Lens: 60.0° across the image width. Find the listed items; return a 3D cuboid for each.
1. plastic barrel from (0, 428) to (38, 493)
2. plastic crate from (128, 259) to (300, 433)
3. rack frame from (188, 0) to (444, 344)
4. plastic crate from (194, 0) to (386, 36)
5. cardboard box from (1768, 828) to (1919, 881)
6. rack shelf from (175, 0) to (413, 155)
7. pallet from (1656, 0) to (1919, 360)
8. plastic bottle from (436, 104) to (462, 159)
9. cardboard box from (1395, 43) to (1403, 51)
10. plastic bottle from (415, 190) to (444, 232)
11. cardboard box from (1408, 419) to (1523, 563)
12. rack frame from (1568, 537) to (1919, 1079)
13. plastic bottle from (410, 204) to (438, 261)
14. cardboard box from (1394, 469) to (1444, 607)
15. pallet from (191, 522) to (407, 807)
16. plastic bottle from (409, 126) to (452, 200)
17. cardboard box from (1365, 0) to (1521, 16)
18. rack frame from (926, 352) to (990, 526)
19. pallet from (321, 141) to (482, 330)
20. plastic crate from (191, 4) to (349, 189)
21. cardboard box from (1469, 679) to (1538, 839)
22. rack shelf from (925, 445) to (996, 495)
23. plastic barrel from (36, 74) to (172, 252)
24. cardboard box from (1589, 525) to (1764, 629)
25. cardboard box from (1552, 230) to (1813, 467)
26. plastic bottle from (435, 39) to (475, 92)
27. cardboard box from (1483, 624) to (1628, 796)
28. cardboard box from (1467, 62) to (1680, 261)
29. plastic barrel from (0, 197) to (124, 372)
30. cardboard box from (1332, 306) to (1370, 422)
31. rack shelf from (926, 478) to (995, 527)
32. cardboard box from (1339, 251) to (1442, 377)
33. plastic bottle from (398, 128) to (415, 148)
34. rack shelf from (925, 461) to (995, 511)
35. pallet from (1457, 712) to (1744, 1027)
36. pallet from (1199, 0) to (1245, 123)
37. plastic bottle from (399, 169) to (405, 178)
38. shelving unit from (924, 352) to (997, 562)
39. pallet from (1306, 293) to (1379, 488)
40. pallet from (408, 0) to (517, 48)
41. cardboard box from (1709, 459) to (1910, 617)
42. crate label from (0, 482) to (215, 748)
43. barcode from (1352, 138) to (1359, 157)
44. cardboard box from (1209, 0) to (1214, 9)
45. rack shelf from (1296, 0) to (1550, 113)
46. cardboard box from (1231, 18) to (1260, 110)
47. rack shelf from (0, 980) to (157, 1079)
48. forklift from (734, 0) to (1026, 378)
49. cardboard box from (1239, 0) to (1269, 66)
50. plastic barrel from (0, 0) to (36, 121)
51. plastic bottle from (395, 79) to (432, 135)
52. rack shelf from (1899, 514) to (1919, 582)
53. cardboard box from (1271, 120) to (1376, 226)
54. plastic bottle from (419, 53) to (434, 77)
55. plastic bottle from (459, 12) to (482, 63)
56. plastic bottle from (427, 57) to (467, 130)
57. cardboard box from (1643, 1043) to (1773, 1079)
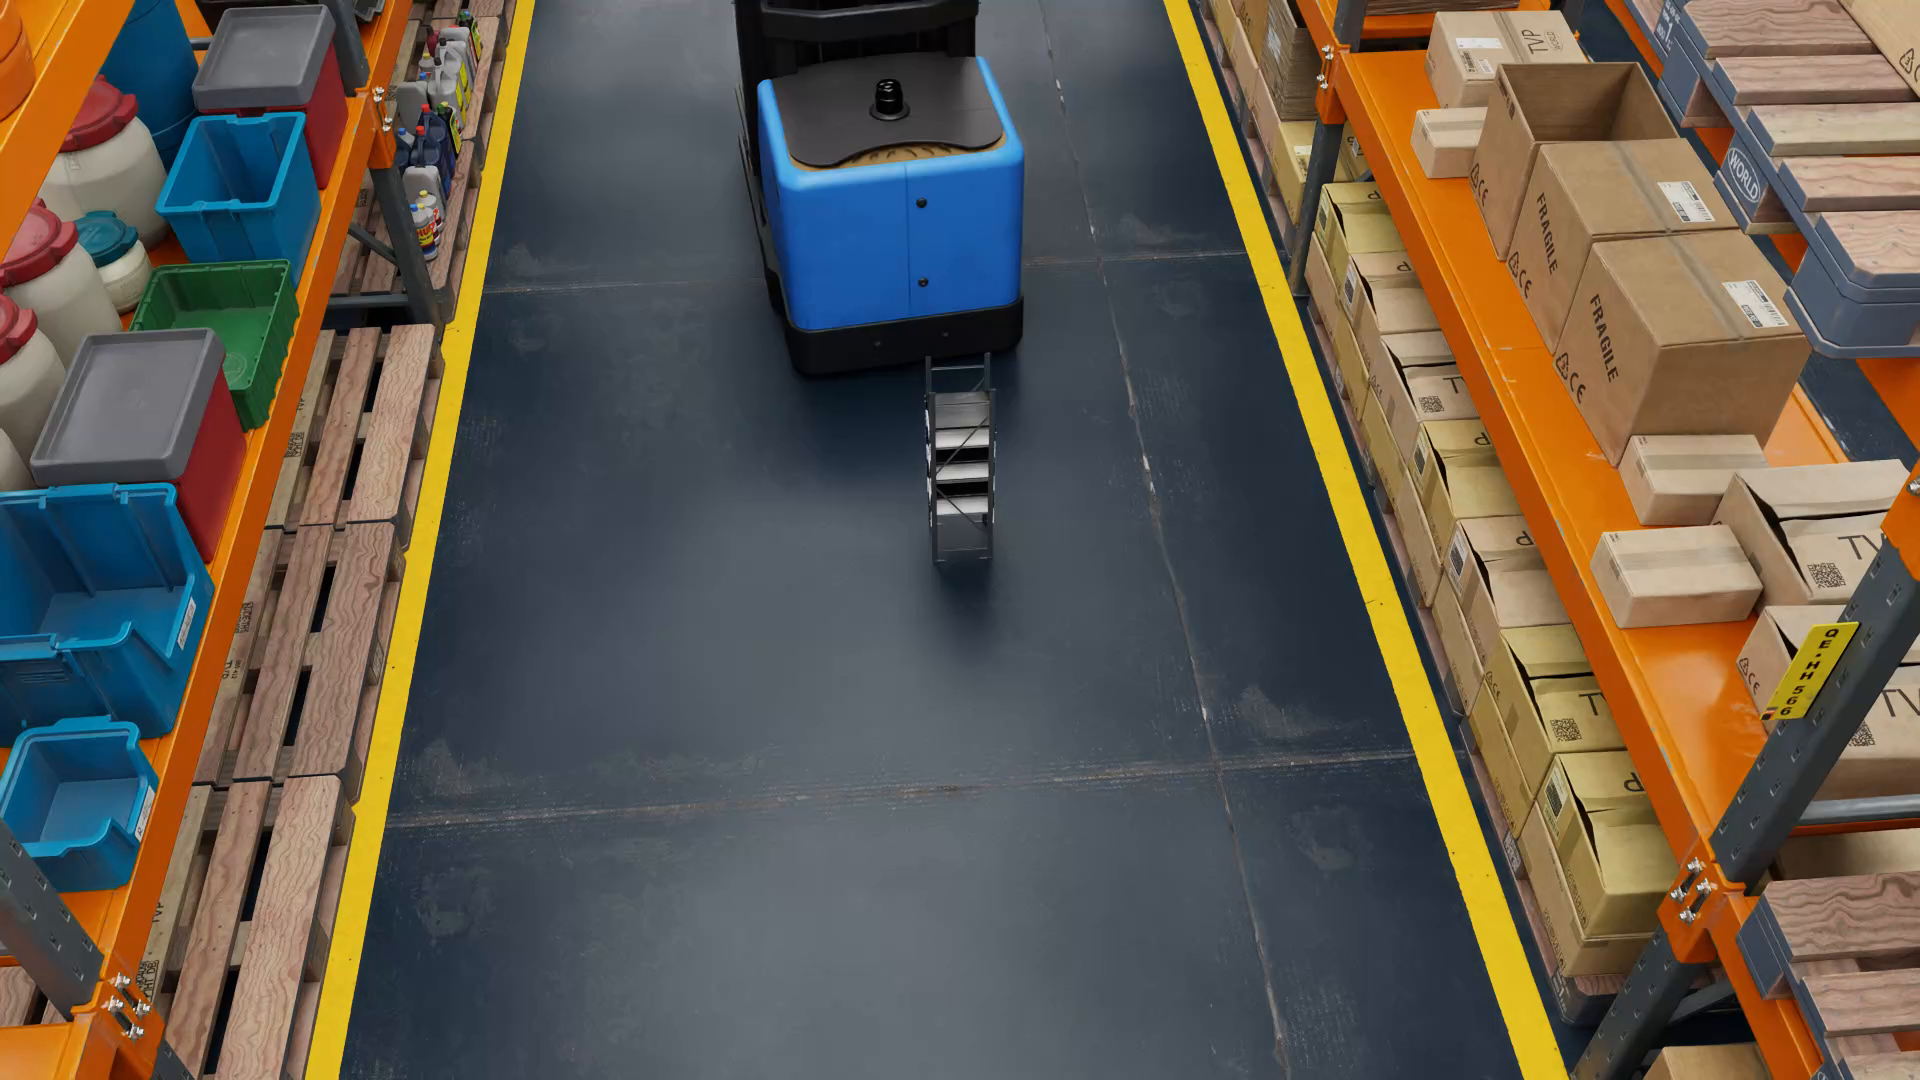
[{"bbox_3d":[-2.875,-0.126,4.726,0.421,0.512,0.421,0,47,0],"label":"plastic barrel"},{"bbox_3d":[-2.449,-0.629,5.426,0.450,0.188,0.662,-3,47,-3],"label":"plastic crate"},{"bbox_3d":[-2.876,-1.945,6.526,1.000,3.000,0.127,-3,47,-3],"label":"rack frame"},{"bbox_3d":[-2.793,-2.310,6.915,0.767,0.338,0.504,-3,47,-3],"label":"plastic crate"},{"bbox_3d":[2.644,0.862,5.086,0.500,0.311,0.500,-2,47,-2],"label":"cardboard box"},{"bbox_3d":[-3.043,-3.145,8.158,1.077,0.370,4.000,-3,47,-3],"label":"rack shelf"},{"bbox_3d":[2.249,-0.801,3.507,1.213,0.211,1.003,-2,47,-1],"label":"pallet"},{"bbox_3d":[-2.518,-2.030,8.175,0.061,0.283,0.133,-2,47,-2],"label":"plastic bottle"},{"bbox_3d":[2.284,-2.416,8.060,0.500,0.500,0.500,-3,47,-3],"label":"cardboard box"},{"bbox_3d":[-2.483,-1.538,7.765,0.097,0.201,0.097,0,47,0],"label":"plastic bottle"},{"bbox_3d":[1.977,-0.209,6.100,0.500,0.311,0.500,-2,47,-2],"label":"cardboard box"},{"bbox_3d":[2.395,0.651,4.068,1.000,3.000,0.127,-3,47,-3],"label":"rack frame"},{"bbox_3d":[-2.466,-1.415,7.601,0.097,0.271,0.097,0,47,0],"label":"plastic bottle"},{"bbox_3d":[1.976,-0.023,6.310,0.500,0.250,0.500,-3,47,-3],"label":"cardboard box"},{"bbox_3d":[-2.666,0.464,6.165,1.003,0.211,1.213,-3,47,-3],"label":"pallet"},{"bbox_3d":[-2.530,-1.795,7.905,0.144,0.351,0.185,-2,47,-2],"label":"plastic bottle"},{"bbox_3d":[2.017,-2.598,7.076,0.700,0.500,0.500,-5,47,-4],"label":"cardboard box"},{"bbox_3d":[-0.008,-0.377,6.487,0.240,0.900,0.006,-3,47,-3],"label":"rack frame"},{"bbox_3d":[-2.891,-1.475,8.001,1.003,0.211,1.213,-3,47,-3],"label":"pallet"},{"bbox_3d":[-2.531,-1.635,6.189,0.402,0.464,0.583,-3,47,-3],"label":"plastic crate"},{"bbox_3d":[2.061,0.713,5.613,0.500,0.250,0.500,-4,47,-4],"label":"cardboard box"},{"bbox_3d":[0.001,-0.281,6.442,0.258,0.077,0.200,-3,47,-3],"label":"rack shelf"},{"bbox_3d":[-3.014,-1.286,5.809,0.433,0.535,0.433,0,47,0],"label":"plastic barrel"},{"bbox_3d":[2.045,0.103,4.759,0.380,0.149,0.250,-3,47,-3],"label":"cardboard box"},{"bbox_3d":[2.238,-0.597,5.180,0.500,0.500,0.500,-6,47,-5],"label":"cardboard box"},{"bbox_3d":[-2.615,-2.467,8.594,0.152,0.276,0.135,-5,47,-4],"label":"plastic bottle"},{"bbox_3d":[2.056,0.519,5.411,0.500,0.311,0.500,-4,47,-4],"label":"cardboard box"},{"bbox_3d":[2.152,-1.340,5.884,0.500,0.500,0.500,0,47,0],"label":"cardboard box"},{"bbox_3d":[-2.953,-0.755,5.306,0.433,0.535,0.433,0,47,0],"label":"plastic barrel"},{"bbox_3d":[1.889,-0.766,7.014,0.500,0.250,0.500,-2,47,-2],"label":"cardboard box"},{"bbox_3d":[0.001,-0.157,6.573,0.258,0.077,0.200,-3,47,-3],"label":"rack shelf"},{"bbox_3d":[1.883,-0.959,6.810,0.500,0.311,0.500,-4,47,-4],"label":"cardboard box"},{"bbox_3d":[-2.662,-1.865,8.026,0.097,0.271,0.097,0,47,0],"label":"plastic bottle"},{"bbox_3d":[0.001,-0.219,6.507,0.258,0.077,0.200,-3,47,-3],"label":"rack shelf"},{"bbox_3d":[2.365,1.011,5.647,1.003,0.211,1.213,-3,47,-3],"label":"pallet"},{"bbox_3d":[1.930,-2.747,9.206,1.003,0.211,1.213,-3,47,-3],"label":"pallet"},{"bbox_3d":[-2.626,-1.645,7.810,0.061,0.283,0.133,-3,47,-3],"label":"plastic bottle"},{"bbox_3d":[0.001,-0.304,6.418,0.258,0.900,0.210,-3,47,-3],"label":"shelving unit"},{"bbox_3d":[2.161,-0.754,7.319,1.003,0.211,1.213,-3,47,-3],"label":"pallet"},{"bbox_3d":[-3.095,-3.240,9.673,1.003,0.211,1.213,-3,47,-3],"label":"pallet"},{"bbox_3d":[2.513,0.022,4.724,0.500,0.311,0.500,-4,47,-4],"label":"cardboard box"},{"bbox_3d":[-2.355,0.202,4.469,0.502,0.435,0.616,-3,47,-3],"label":"crate label"},{"bbox_3d":[1.667,-1.655,7.009,0.001,0.075,0.075,-3,47,-3],"label":"barcode"},{"bbox_3d":[1.636,-3.212,9.330,0.500,0.250,0.500,-3,47,-3],"label":"cardboard box"},{"bbox_3d":[1.893,-3.443,8.440,1.077,0.370,4.000,-3,47,-3],"label":"rack shelf"},{"bbox_3d":[1.715,-2.488,8.645,0.500,0.250,0.500,-3,47,-3],"label":"cardboard box"},{"bbox_3d":[-2.374,2.643,2.676,1.077,0.370,4.000,-3,47,-3],"label":"rack shelf"},{"bbox_3d":[-0.515,-2.810,7.393,1.130,2.935,3.031,-9,47,-8],"label":"forklift"},{"bbox_3d":[1.728,-2.746,8.373,0.500,0.500,0.500,-3,47,-3],"label":"cardboard box"},{"bbox_3d":[-2.448,-1.311,3.564,0.600,0.830,0.708,-3,47,-3],"label":"plastic barrel"},{"bbox_3d":[-2.727,-2.186,8.327,0.152,0.276,0.135,-3,47,-3],"label":"plastic bottle"},{"bbox_3d":[2.563,1.314,1.870,1.077,0.370,4.000,-3,47,-3],"label":"rack shelf"},{"bbox_3d":[1.804,-1.765,7.960,0.500,0.250,0.500,-3,47,-3],"label":"cardboard box"},{"bbox_3d":[-2.738,-2.421,8.601,0.097,0.201,0.097,0,47,0],"label":"plastic bottle"},{"bbox_3d":[-2.592,-2.671,8.781,0.061,0.283,0.133,-2,47,-2],"label":"plastic bottle"},{"bbox_3d":[-2.581,-2.239,8.326,0.144,0.351,0.185,-4,47,-4],"label":"plastic bottle"},{"bbox_3d":[2.148,1.706,4.487,0.500,0.500,0.500,-2,47,-2],"label":"cardboard box"}]
